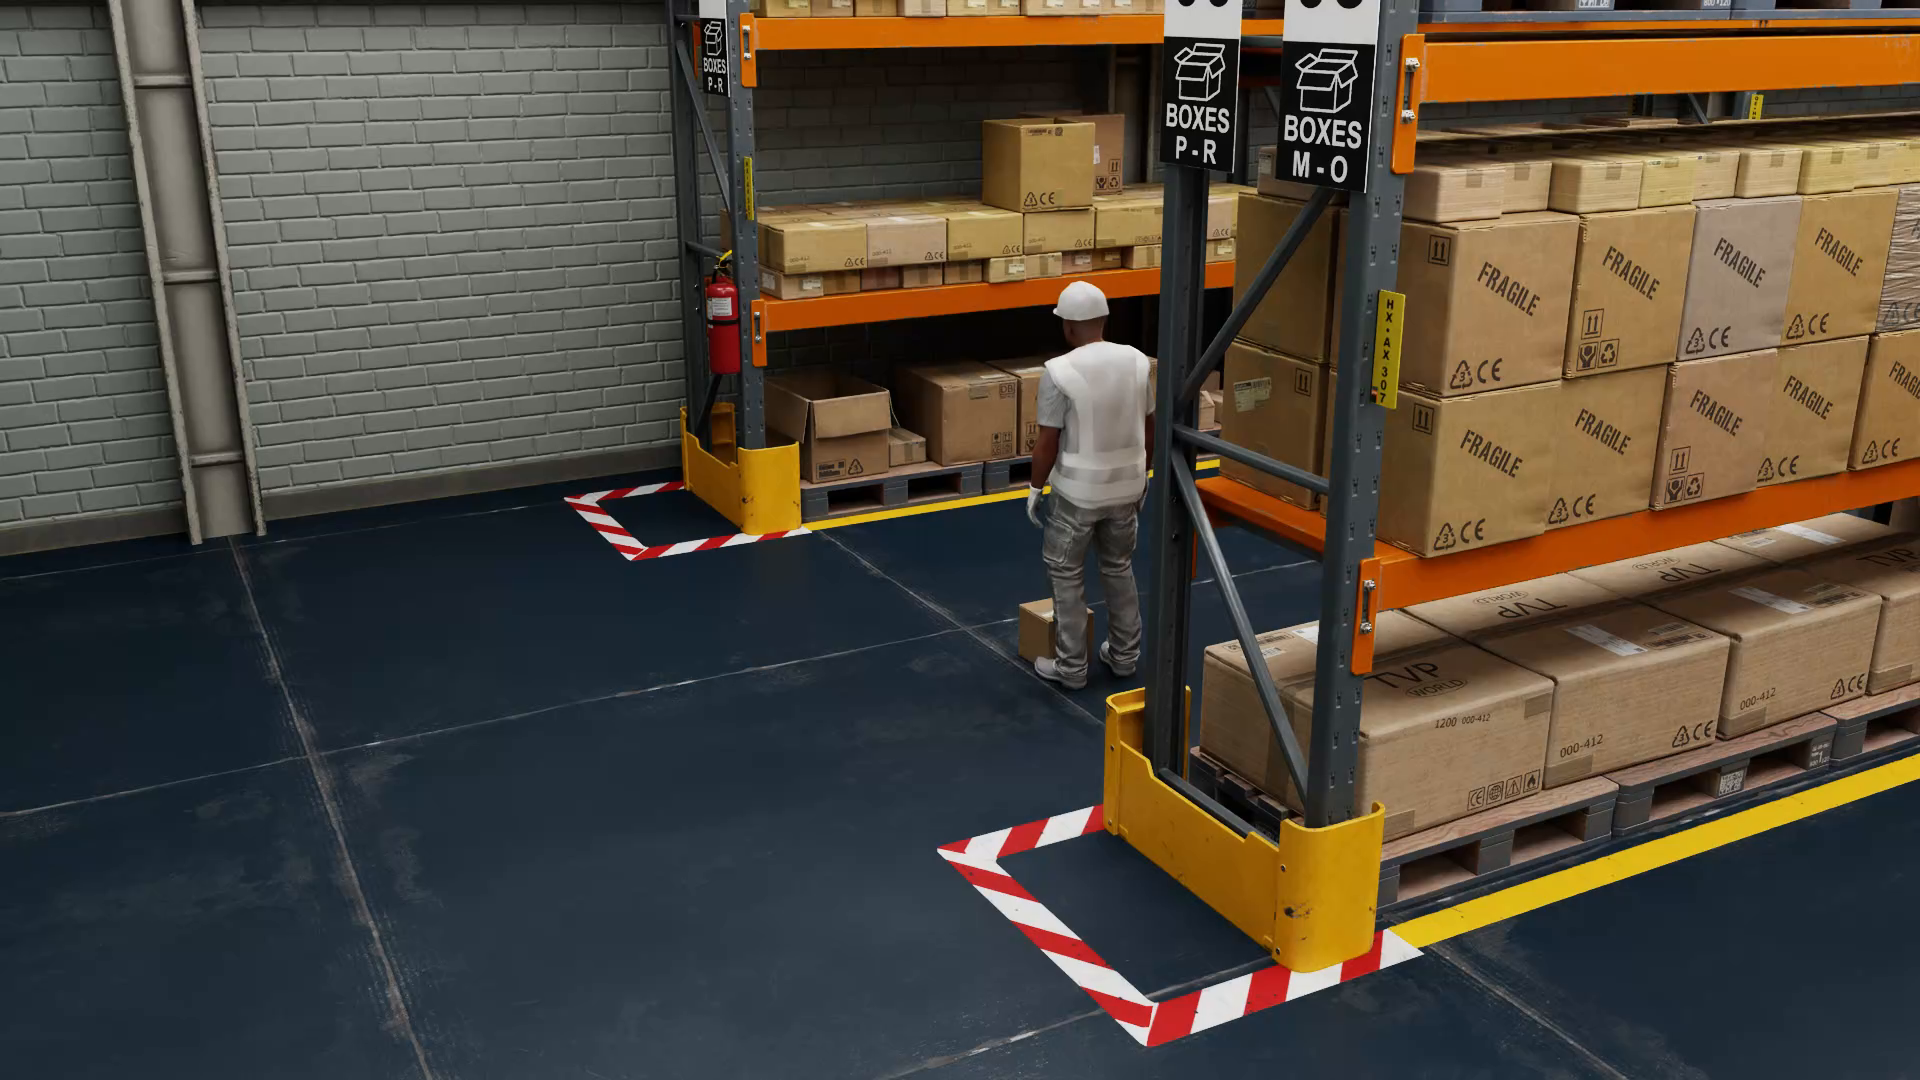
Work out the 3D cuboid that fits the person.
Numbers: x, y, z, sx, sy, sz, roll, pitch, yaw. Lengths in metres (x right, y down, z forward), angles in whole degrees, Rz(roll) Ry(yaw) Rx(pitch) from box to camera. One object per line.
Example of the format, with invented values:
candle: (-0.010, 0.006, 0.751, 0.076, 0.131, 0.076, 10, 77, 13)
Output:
person: (0.570, -0.231, 7.239, 0.617, 1.774, 0.449, -9, 21, -26)
